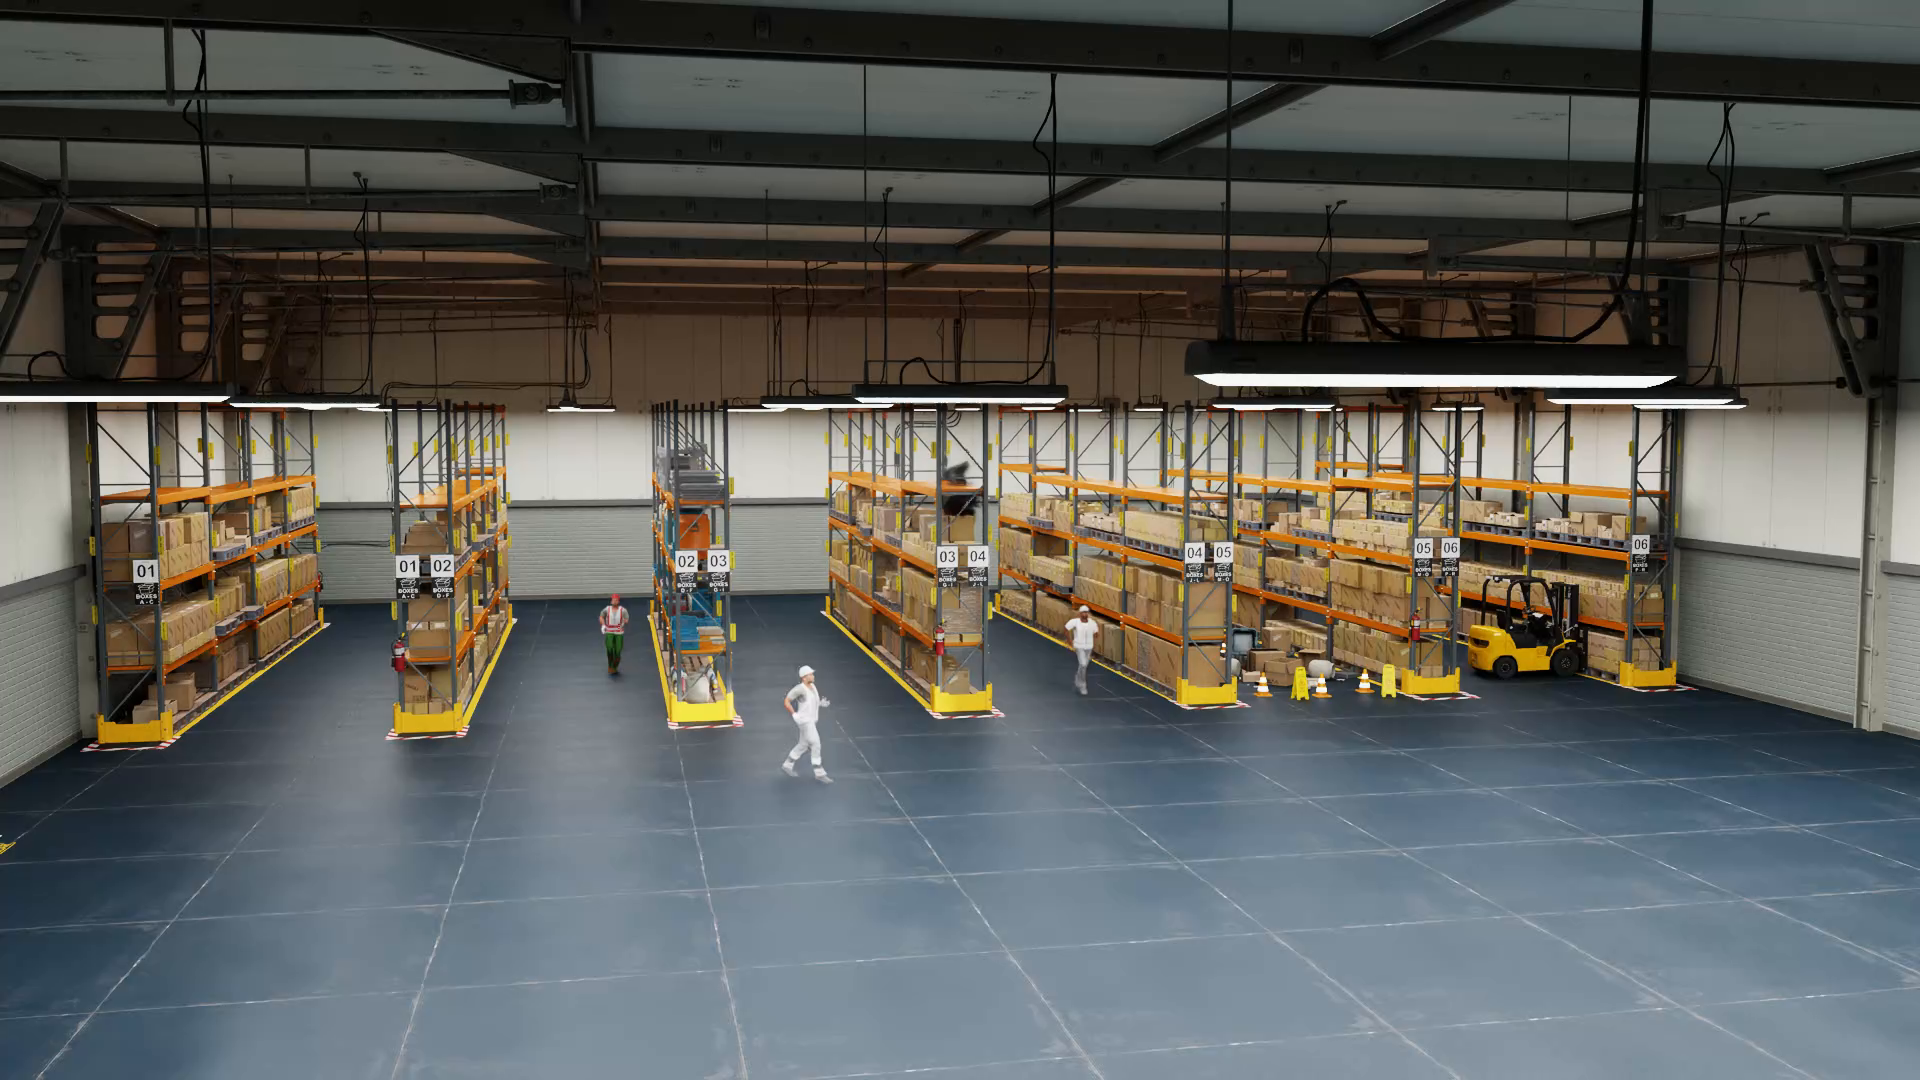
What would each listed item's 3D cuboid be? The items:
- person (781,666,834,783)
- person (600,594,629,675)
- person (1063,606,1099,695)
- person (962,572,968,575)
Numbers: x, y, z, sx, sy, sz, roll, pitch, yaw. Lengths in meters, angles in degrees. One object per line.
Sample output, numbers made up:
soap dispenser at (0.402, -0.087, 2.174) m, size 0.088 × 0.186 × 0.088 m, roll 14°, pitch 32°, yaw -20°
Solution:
person at (-2.375, 2.853, 25.887) m, size 0.905 × 1.800 × 0.632 m, roll 1°, pitch 4°, yaw 14°
person at (-7.591, 2.080, 36.580) m, size 0.631 × 1.785 × 0.701 m, roll -1°, pitch 4°, yaw -14°
person at (2.548, 2.258, 34.324) m, size 0.675 × 1.830 × 0.788 m, roll -2°, pitch 5°, yaw -23°
person at (-0.102, 1.255, 48.151) m, size 0.763 × 1.677 × 0.676 m, roll 1°, pitch 4°, yaw 7°
